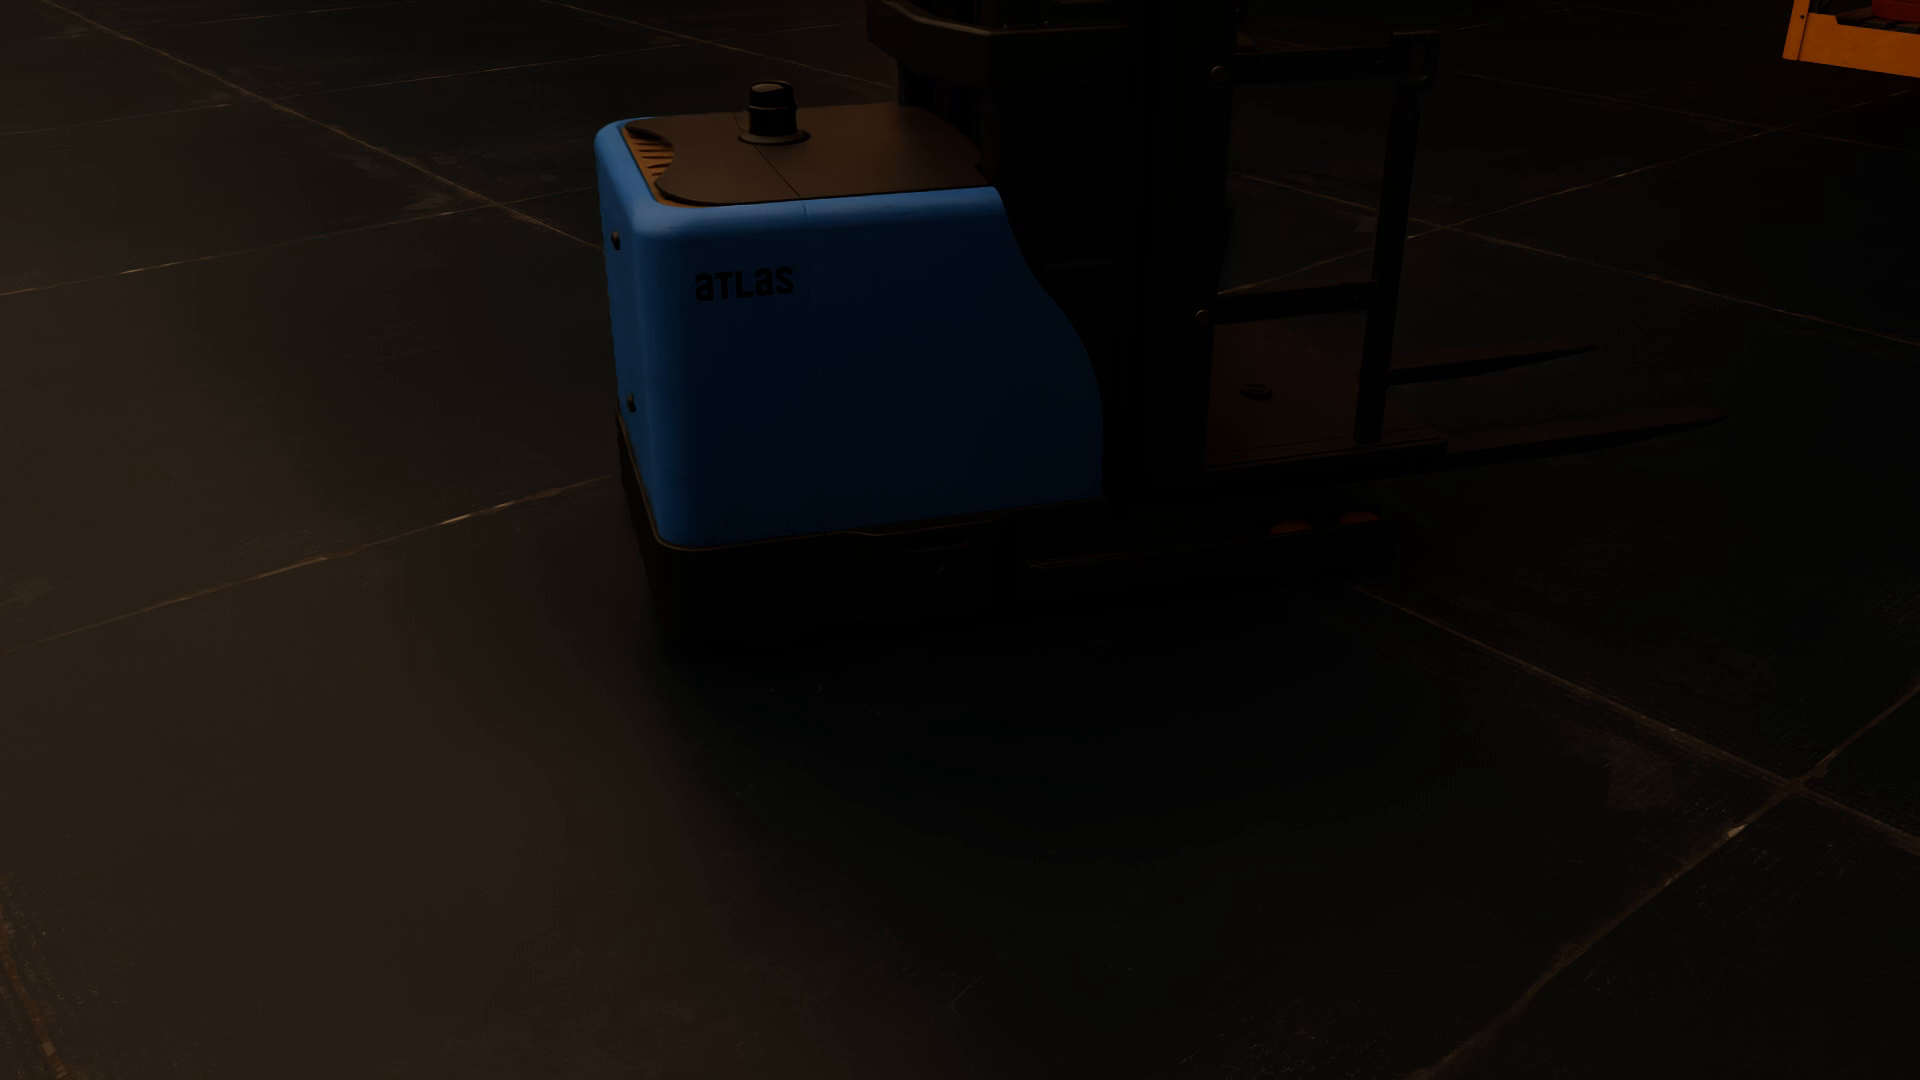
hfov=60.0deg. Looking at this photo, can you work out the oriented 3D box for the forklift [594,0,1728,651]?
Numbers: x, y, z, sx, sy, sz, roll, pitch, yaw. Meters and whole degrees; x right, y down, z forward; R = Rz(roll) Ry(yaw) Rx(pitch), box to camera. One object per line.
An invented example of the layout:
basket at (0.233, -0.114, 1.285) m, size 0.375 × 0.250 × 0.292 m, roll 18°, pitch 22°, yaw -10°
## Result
forklift at (0.629, -1.414, 4.053) m, size 3.031 × 2.935 × 1.130 m, roll -8°, pitch 27°, yaw -15°
